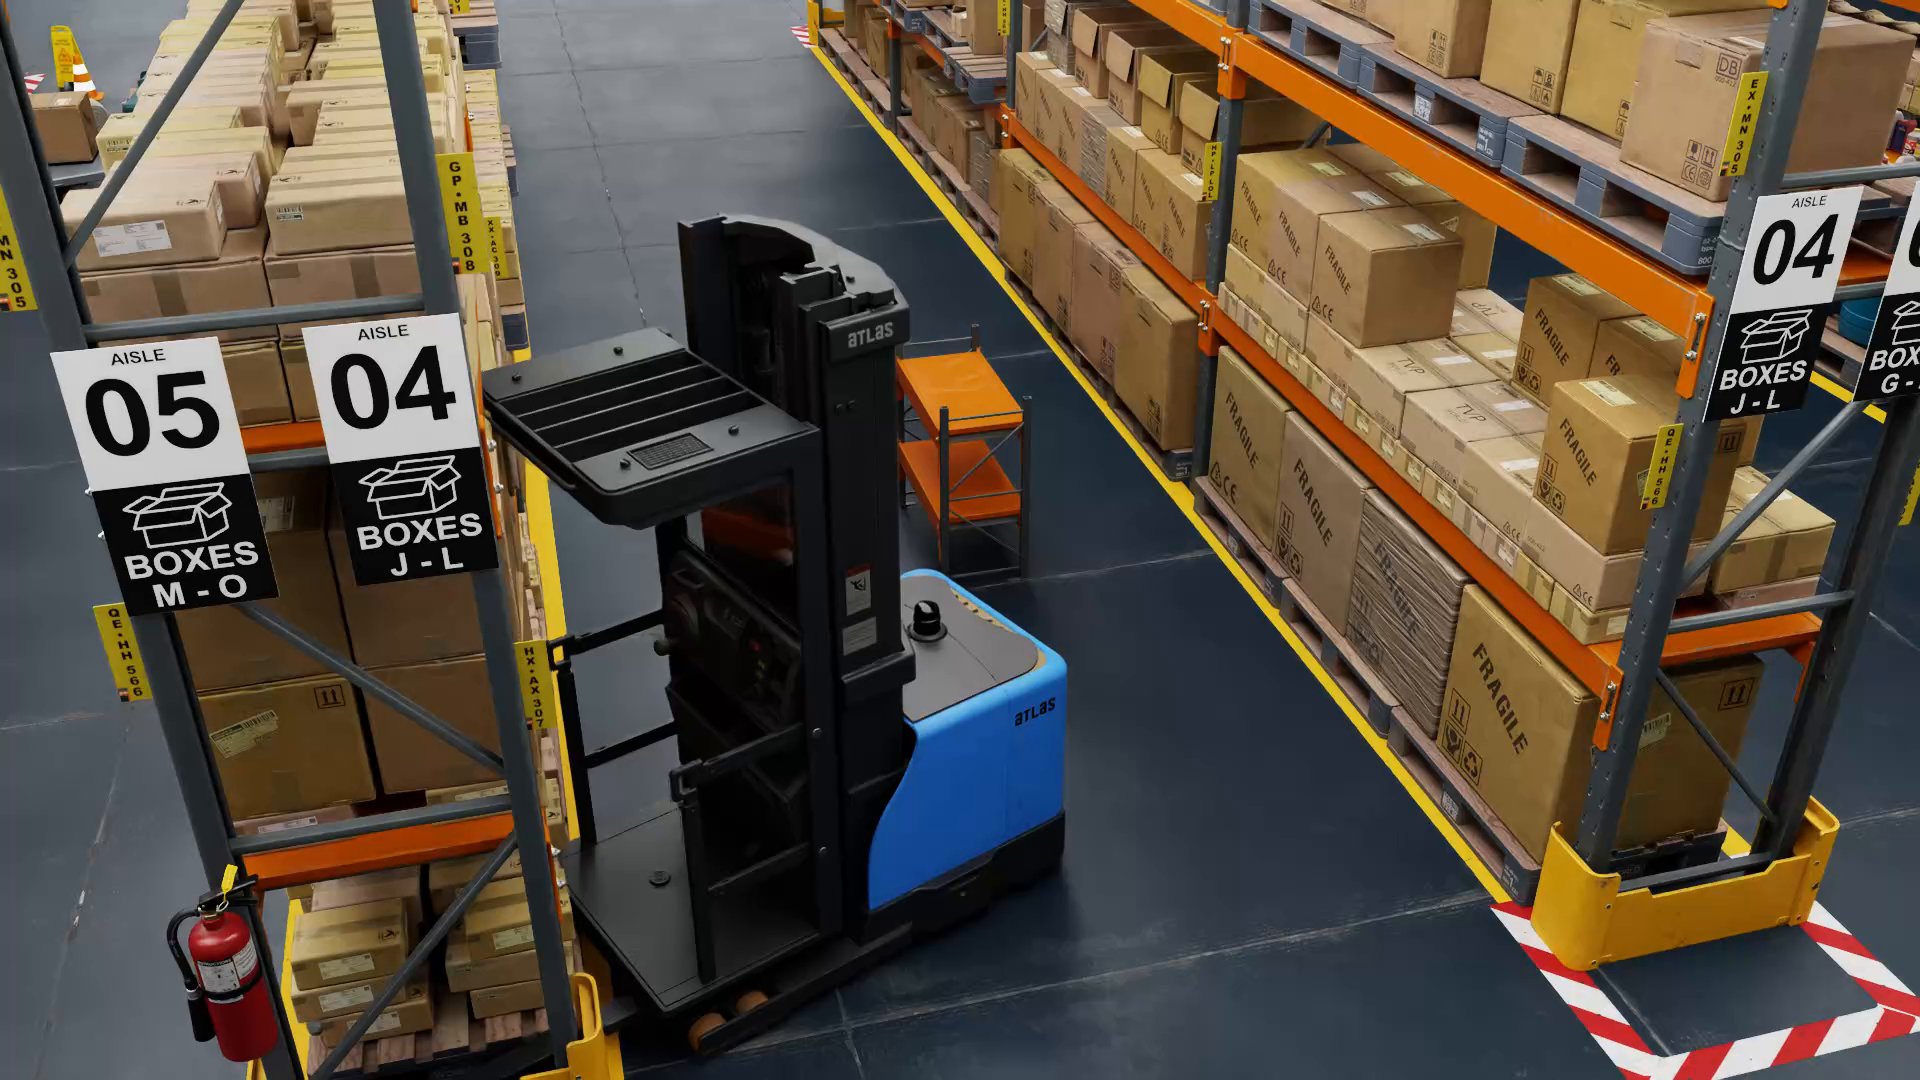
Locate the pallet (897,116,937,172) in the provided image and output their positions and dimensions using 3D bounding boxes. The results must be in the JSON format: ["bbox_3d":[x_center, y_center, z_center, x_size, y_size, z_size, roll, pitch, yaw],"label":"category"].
[{"bbox_3d":[0.001,-3.929,16.327,1.003,0.211,1.213,-8,31,-13],"label":"pallet"}]

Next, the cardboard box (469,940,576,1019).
[{"bbox_3d":[-1.661,1.651,6.329,0.380,0.149,0.250,-7,31,-12],"label":"cardboard box"}]

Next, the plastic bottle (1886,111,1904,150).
[{"bbox_3d":[6.691,-2.974,12.018,0.152,0.276,0.135,-8,31,-13],"label":"plastic bottle"}]

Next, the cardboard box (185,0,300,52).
[{"bbox_3d":[-2.774,-1.983,6.441,0.380,0.149,0.250,-9,31,-15],"label":"cardboard box"}]

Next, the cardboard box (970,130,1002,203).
[{"bbox_3d":[0.498,-3.275,14.471,0.700,0.500,0.500,-10,32,-17],"label":"cardboard box"}]

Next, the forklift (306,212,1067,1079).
[{"bbox_3d":[-1.027,0.404,6.126,3.031,2.935,1.130,-21,36,-32],"label":"forklift"}]

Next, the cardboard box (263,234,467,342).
[{"bbox_3d":[-1.699,-0.806,4.805,0.500,0.250,0.500,-7,31,-12],"label":"cardboard box"}]

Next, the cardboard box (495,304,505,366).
[{"bbox_3d":[-2.355,-0.762,7.676,0.500,0.500,0.500,-9,31,-15],"label":"cardboard box"}]

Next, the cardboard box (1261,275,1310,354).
[{"bbox_3d":[1.916,-1.209,8.697,0.500,0.250,0.500,-8,31,-14],"label":"cardboard box"}]

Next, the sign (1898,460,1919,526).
[{"bbox_3d":[3.515,-0.196,6.151,0.100,0.325,0.005,-8,31,-13],"label":"sign"}]

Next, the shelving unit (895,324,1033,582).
[{"bbox_3d":[0.002,-0.484,9.463,0.538,1.125,1.048,-8,31,-13],"label":"shelving unit"}]

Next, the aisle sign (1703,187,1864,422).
[{"bbox_3d":[2.708,-0.766,5.485,0.394,0.787,0.004,-8,31,-13],"label":"aisle sign"}]

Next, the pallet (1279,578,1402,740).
[{"bbox_3d":[2.370,0.527,8.629,1.003,0.211,1.213,-8,31,-13],"label":"pallet"}]

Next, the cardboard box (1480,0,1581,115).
[{"bbox_3d":[2.572,-2.057,6.697,0.700,0.500,0.500,-10,32,-17],"label":"cardboard box"}]

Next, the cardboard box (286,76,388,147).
[{"bbox_3d":[-1.983,-1.408,5.447,0.380,0.149,0.250,-7,31,-12],"label":"cardboard box"}]

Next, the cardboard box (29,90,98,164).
[{"bbox_3d":[-8.053,-3.691,14.872,0.500,0.500,0.500,-8,31,-13],"label":"cardboard box"}]

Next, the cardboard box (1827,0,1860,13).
[{"bbox_3d":[9.729,-5.904,18.722,0.500,0.311,0.500,-8,31,-13],"label":"cardboard box"}]

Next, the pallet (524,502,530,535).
[{"bbox_3d":[-3.100,-0.206,9.895,1.003,0.211,1.213,-8,31,-13],"label":"pallet"}]

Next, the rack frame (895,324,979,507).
[{"bbox_3d":[-0.133,-0.729,9.887,0.500,1.125,0.032,-8,31,-13],"label":"rack frame"}]

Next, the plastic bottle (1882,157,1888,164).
[{"bbox_3d":[6.170,-2.509,11.207,0.061,0.283,0.133,-8,31,-13],"label":"plastic bottle"}]

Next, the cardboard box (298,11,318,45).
[{"bbox_3d":[-2.868,-1.981,6.835,0.500,0.250,0.500,-8,31,-13],"label":"cardboard box"}]

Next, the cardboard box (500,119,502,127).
[{"bbox_3d":[-3.380,-2.865,11.537,0.380,0.149,0.250,-7,31,-12],"label":"cardboard box"}]

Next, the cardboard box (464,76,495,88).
[{"bbox_3d":[-3.317,-3.002,11.180,0.380,0.149,0.250,-8,31,-14],"label":"cardboard box"}]

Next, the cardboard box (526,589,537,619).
[{"bbox_3d":[-2.213,0.386,7.921,0.380,0.149,0.250,-9,31,-16],"label":"cardboard box"}]

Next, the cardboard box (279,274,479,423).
[{"bbox_3d":[-1.703,-0.589,4.929,0.500,0.250,0.500,-7,31,-12],"label":"cardboard box"}]

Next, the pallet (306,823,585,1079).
[{"bbox_3d":[-2.032,1.668,6.658,1.003,0.211,1.213,-8,31,-13],"label":"pallet"}]

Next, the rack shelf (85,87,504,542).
[{"bbox_3d":[-2.361,-1.058,6.307,1.077,0.370,4.000,-8,31,-13],"label":"rack shelf"}]

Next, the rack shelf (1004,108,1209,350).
[{"bbox_3d":[1.386,-2.302,11.452,1.077,0.370,4.000,-8,31,-13],"label":"rack shelf"}]

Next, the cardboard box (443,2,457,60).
[{"bbox_3d":[-2.525,-2.298,7.382,0.500,0.250,0.500,-9,31,-16],"label":"cardboard box"}]

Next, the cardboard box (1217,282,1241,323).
[{"bbox_3d":[1.674,-1.352,9.342,0.380,0.149,0.250,-8,31,-13],"label":"cardboard box"}]

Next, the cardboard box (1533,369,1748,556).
[{"bbox_3d":[2.596,-0.305,6.386,0.500,0.500,0.500,-7,31,-13],"label":"cardboard box"}]

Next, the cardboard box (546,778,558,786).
[{"bbox_3d":[-1.854,1.146,6.905,0.380,0.149,0.250,-7,31,-12],"label":"cardboard box"}]

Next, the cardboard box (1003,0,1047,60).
[{"bbox_3d":[0.673,-4.060,13.251,0.500,0.500,0.500,-12,32,-19],"label":"cardboard box"}]

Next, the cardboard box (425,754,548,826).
[{"bbox_3d":[-1.601,0.804,5.618,0.380,0.149,0.250,-8,31,-14],"label":"cardboard box"}]

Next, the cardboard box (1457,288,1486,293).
[{"bbox_3d":[2.427,-1.284,8.826,0.500,0.250,0.500,-7,31,-12],"label":"cardboard box"}]

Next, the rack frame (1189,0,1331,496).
[{"bbox_3d":[1.917,-1.648,9.603,1.000,3.000,0.127,-8,31,-13],"label":"rack frame"}]

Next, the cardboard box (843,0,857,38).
[{"bbox_3d":[-1.119,-6.240,19.612,0.500,0.500,0.500,-2,30,-4],"label":"cardboard box"}]

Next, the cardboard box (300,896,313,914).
[{"bbox_3d":[-2.385,1.350,6.552,0.380,0.149,0.250,-9,31,-15],"label":"cardboard box"}]

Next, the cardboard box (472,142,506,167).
[{"bbox_3d":[-2.898,-2.243,9.869,0.380,0.149,0.250,-7,31,-11],"label":"cardboard box"}]

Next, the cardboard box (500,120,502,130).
[{"bbox_3d":[-3.239,-2.737,11.019,0.380,0.149,0.250,-7,31,-12],"label":"cardboard box"}]

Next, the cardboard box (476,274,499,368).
[{"bbox_3d":[-2.089,-0.705,6.578,0.500,0.500,0.500,-9,31,-15],"label":"cardboard box"}]

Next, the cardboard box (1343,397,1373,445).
[{"bbox_3d":[2.090,-0.599,8.042,0.380,0.149,0.250,-9,31,-15],"label":"cardboard box"}]

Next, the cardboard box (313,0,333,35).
[{"bbox_3d":[-2.404,-2.163,6.752,0.380,0.149,0.250,-7,31,-12],"label":"cardboard box"}]

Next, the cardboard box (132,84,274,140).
[{"bbox_3d":[-2.426,-1.348,5.344,0.380,0.149,0.250,-9,31,-14],"label":"cardboard box"}]

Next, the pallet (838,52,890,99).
[{"bbox_3d":[-0.747,-5.215,18.549,1.003,0.211,1.213,-8,31,-13],"label":"pallet"}]

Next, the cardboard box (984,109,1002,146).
[{"bbox_3d":[0.498,-3.587,14.261,0.500,0.250,0.500,-4,30,-8],"label":"cardboard box"}]

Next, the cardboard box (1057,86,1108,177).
[{"bbox_3d":[1.000,-2.856,11.591,0.500,0.500,0.500,-8,31,-14],"label":"cardboard box"}]

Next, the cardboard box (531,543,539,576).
[{"bbox_3d":[-2.460,0.159,8.907,0.380,0.149,0.250,-7,31,-13],"label":"cardboard box"}]

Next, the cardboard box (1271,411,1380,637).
[{"bbox_3d":[2.254,-0.146,8.709,0.875,0.875,0.875,-8,31,-13],"label":"cardboard box"}]

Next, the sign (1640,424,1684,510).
[{"bbox_3d":[2.451,-0.254,5.802,0.100,0.325,0.005,-8,31,-13],"label":"sign"}]

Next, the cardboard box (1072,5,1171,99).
[{"bbox_3d":[1.204,-3.387,11.506,0.797,0.503,0.637,-7,31,-12],"label":"cardboard box"}]

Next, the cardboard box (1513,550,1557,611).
[{"bbox_3d":[2.496,0.139,6.766,0.380,0.149,0.250,-8,31,-13],"label":"cardboard box"}]

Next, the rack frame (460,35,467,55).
[{"bbox_3d":[-3.954,-2.969,11.885,1.000,3.000,0.127,-8,31,-13],"label":"rack frame"}]
